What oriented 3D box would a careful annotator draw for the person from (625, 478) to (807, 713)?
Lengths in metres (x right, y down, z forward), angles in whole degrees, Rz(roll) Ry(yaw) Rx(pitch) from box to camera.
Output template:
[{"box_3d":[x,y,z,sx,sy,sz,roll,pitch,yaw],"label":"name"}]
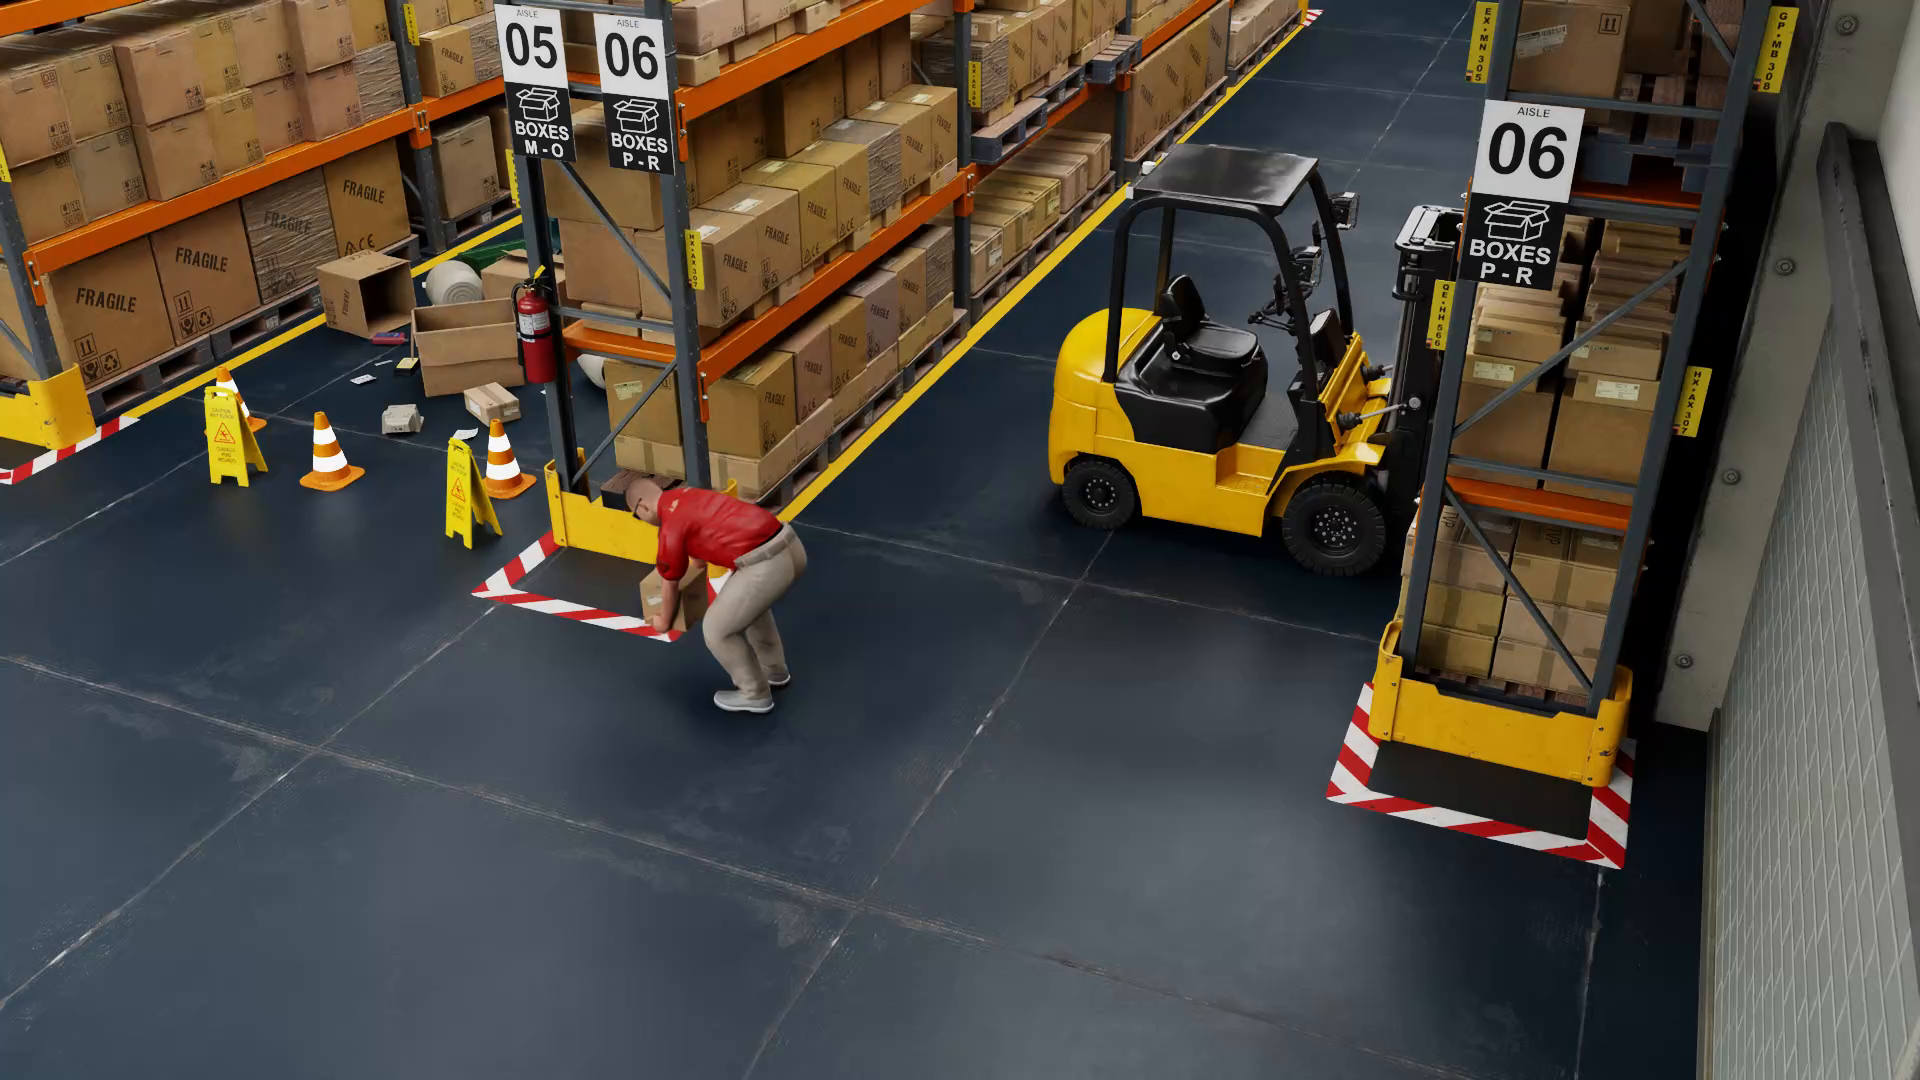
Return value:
[{"box_3d":[-1.243,0.264,8.521,0.931,1.169,0.508,10,31,17],"label":"person"}]
